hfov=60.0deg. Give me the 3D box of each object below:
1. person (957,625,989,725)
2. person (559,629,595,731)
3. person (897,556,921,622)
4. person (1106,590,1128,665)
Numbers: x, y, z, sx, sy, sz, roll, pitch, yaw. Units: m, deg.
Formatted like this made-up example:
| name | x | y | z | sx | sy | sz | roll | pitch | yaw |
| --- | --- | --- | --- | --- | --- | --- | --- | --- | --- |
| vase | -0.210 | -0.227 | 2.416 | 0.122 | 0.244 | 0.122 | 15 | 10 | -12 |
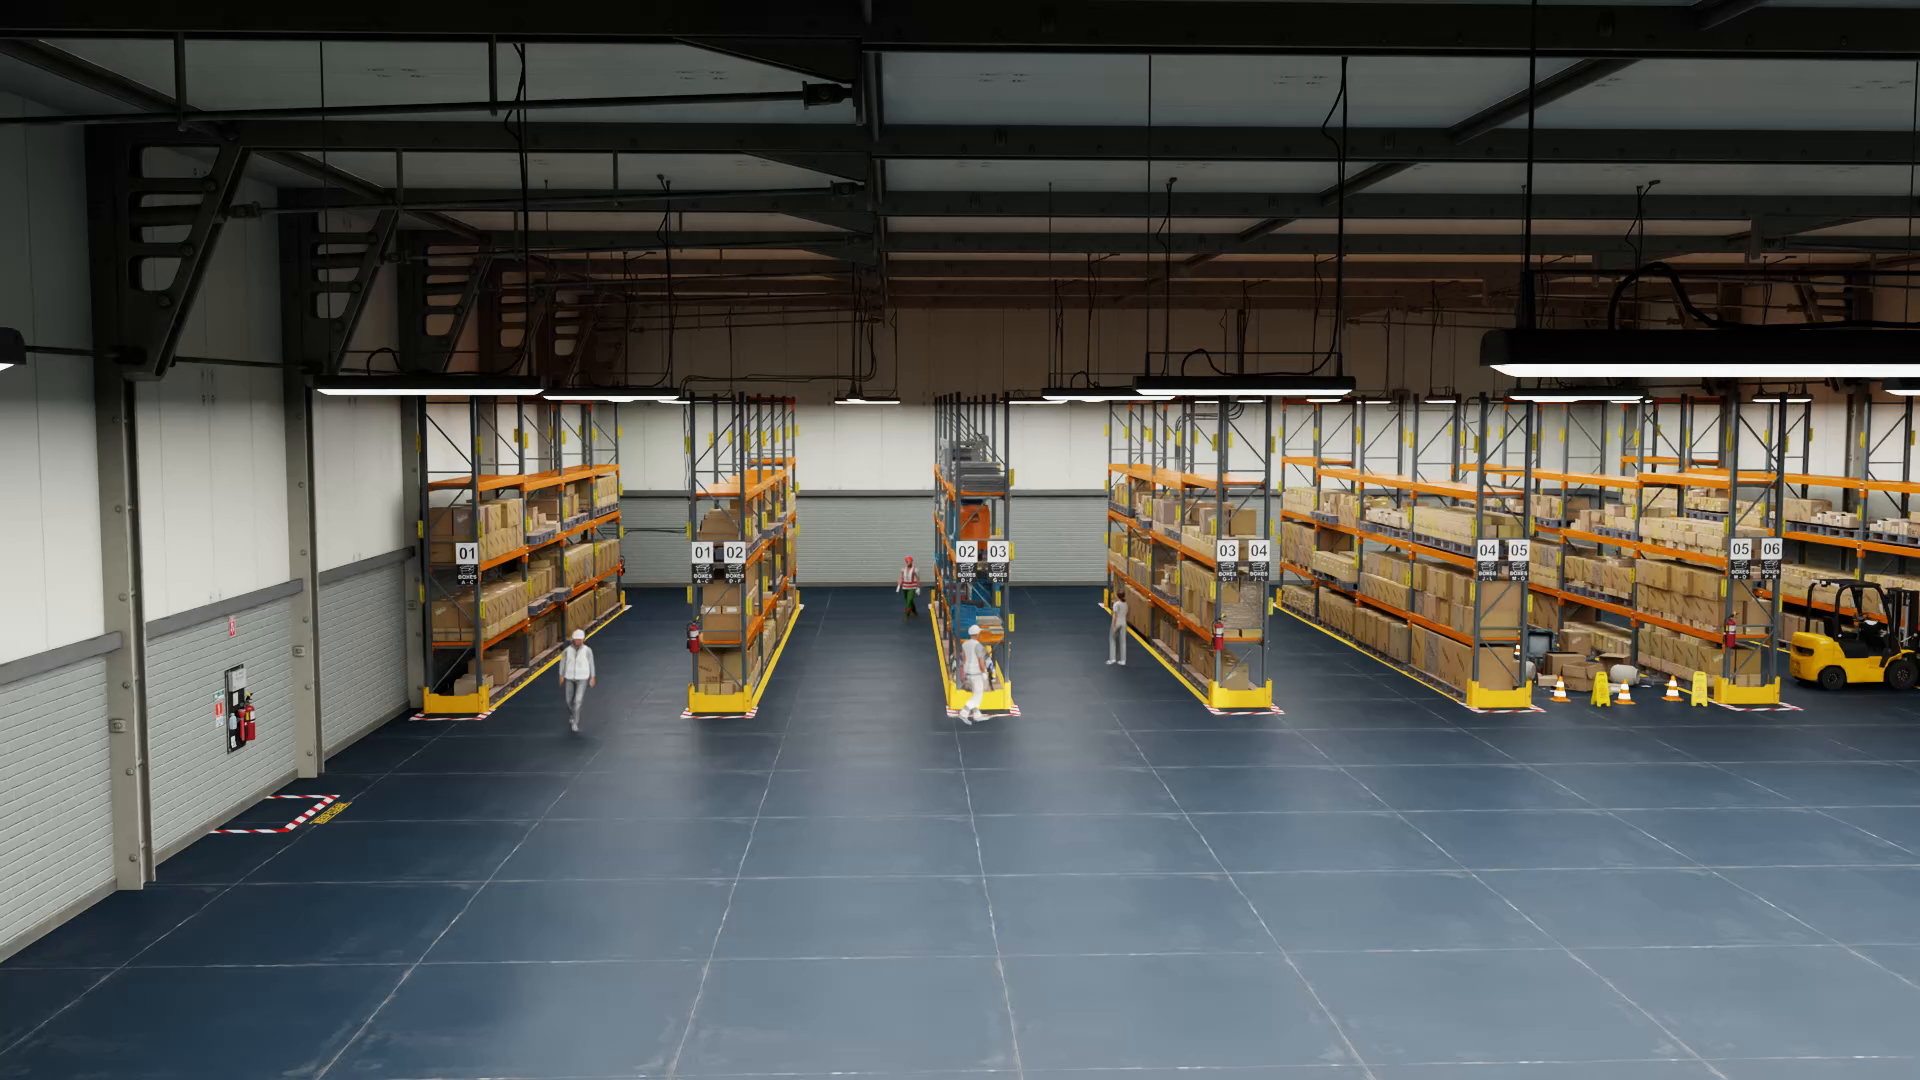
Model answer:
| name | x | y | z | sx | sy | sz | roll | pitch | yaw |
| --- | --- | --- | --- | --- | --- | --- | --- | --- | --- |
| person | 0.243 | 2.429 | 30.069 | 0.747 | 1.788 | 0.562 | -2 | 5 | -27 |
| person | -6.854 | 2.482 | 29.731 | 0.610 | 1.764 | 0.753 | 0 | 5 | -4 |
| person | -1.356 | 1.293 | 44.336 | 0.530 | 1.734 | 1.133 | 2 | 5 | 27 |
| person | 3.554 | 1.955 | 36.943 | 0.444 | 1.696 | 0.683 | -1 | 5 | -15 |
